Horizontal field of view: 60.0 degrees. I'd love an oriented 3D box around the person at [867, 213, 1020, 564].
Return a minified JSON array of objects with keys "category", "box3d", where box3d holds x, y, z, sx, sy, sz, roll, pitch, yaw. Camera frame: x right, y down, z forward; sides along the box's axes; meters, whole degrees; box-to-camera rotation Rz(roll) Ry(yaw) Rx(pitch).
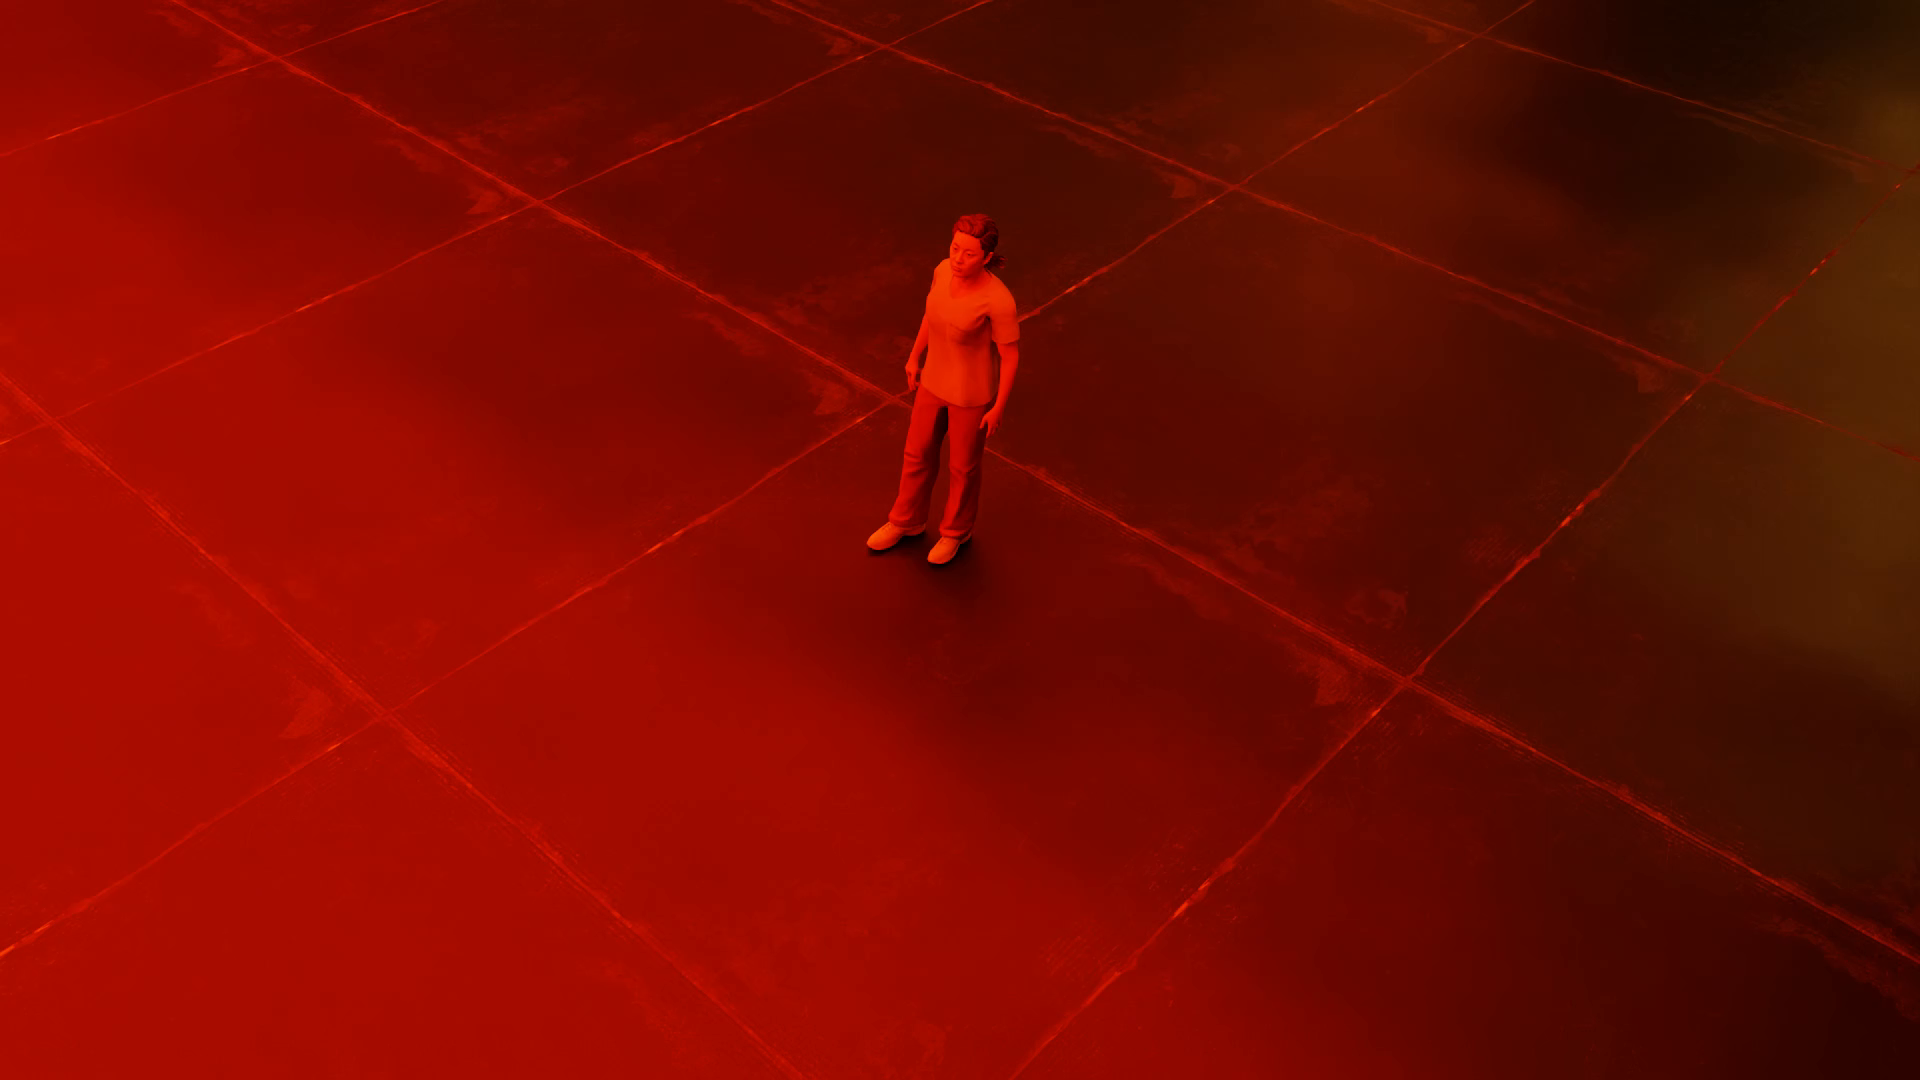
[{"category":"person","box3d":[-0.059,-0.611,7.093,0.553,1.673,0.548,31,49,31]}]
